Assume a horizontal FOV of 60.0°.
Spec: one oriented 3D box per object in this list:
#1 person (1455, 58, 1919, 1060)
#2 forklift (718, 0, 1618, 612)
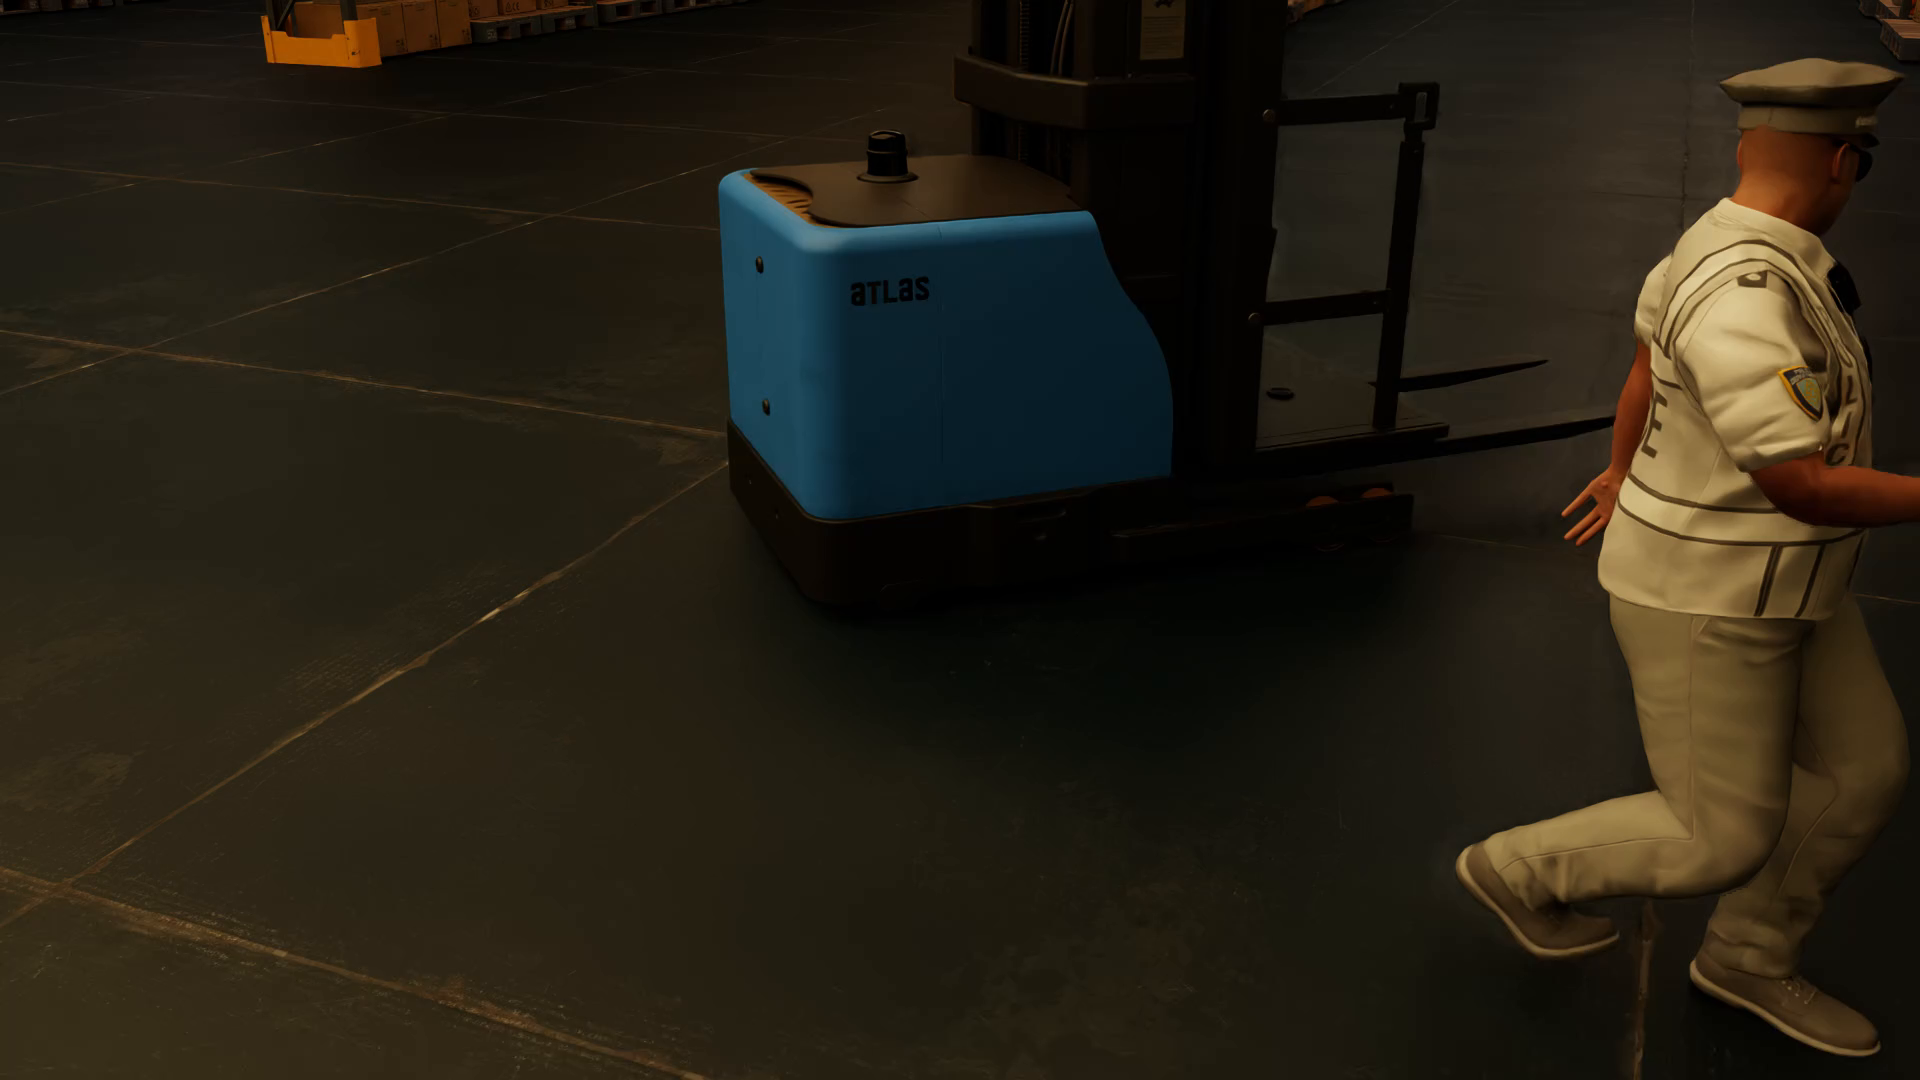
[{"bbox_3d":[1.305,0.052,2.825,0.779,1.678,0.628,19,29,37],"label":"person"},{"bbox_3d":[0.840,-1.497,4.874,3.031,2.935,1.130,-8,24,-19],"label":"forklift"}]
